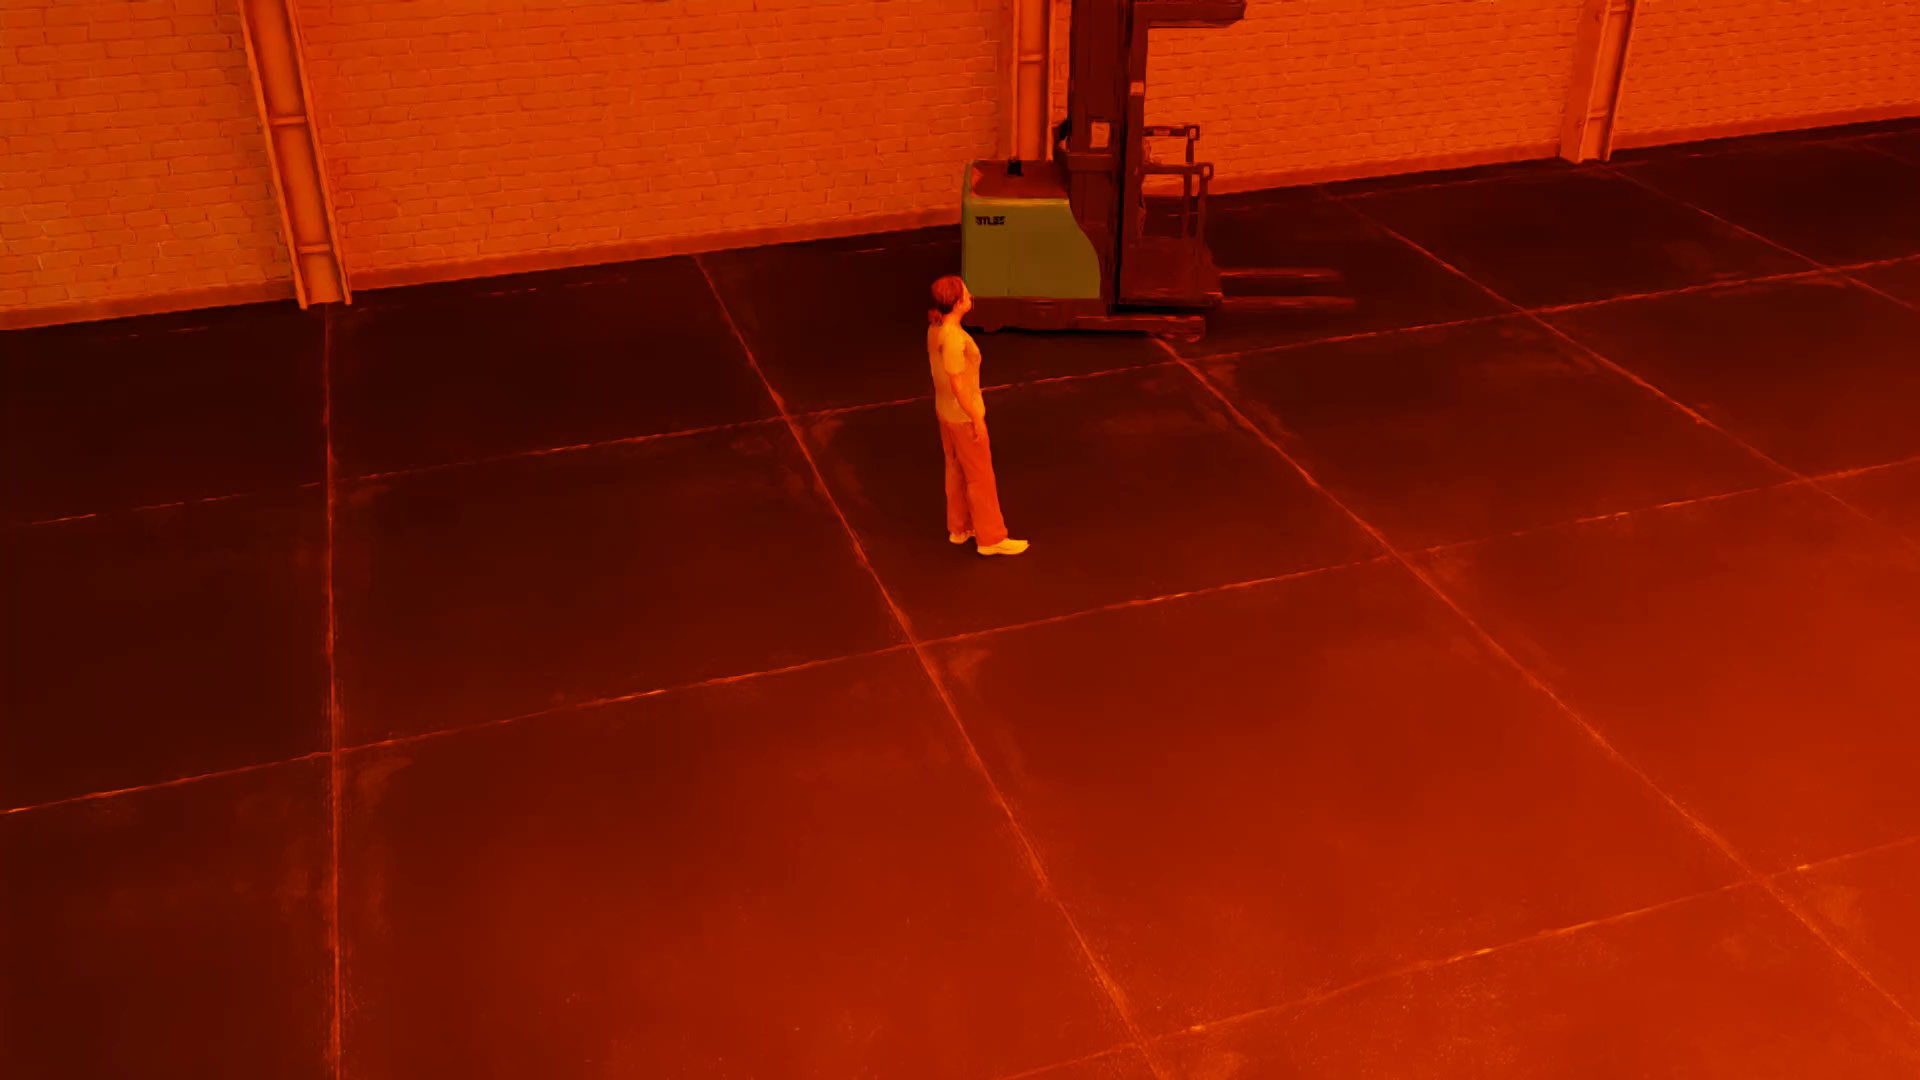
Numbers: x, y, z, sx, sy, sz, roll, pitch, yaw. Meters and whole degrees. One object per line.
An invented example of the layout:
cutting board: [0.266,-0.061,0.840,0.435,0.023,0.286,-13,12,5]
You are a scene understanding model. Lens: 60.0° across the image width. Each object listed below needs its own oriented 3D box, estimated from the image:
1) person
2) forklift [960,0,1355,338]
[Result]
person: [0.021,-0.763,9.593,0.411,1.609,0.536,-10,31,-16]
forklift: [1.524,-3.081,12.442,3.031,2.935,1.130,1,30,1]
